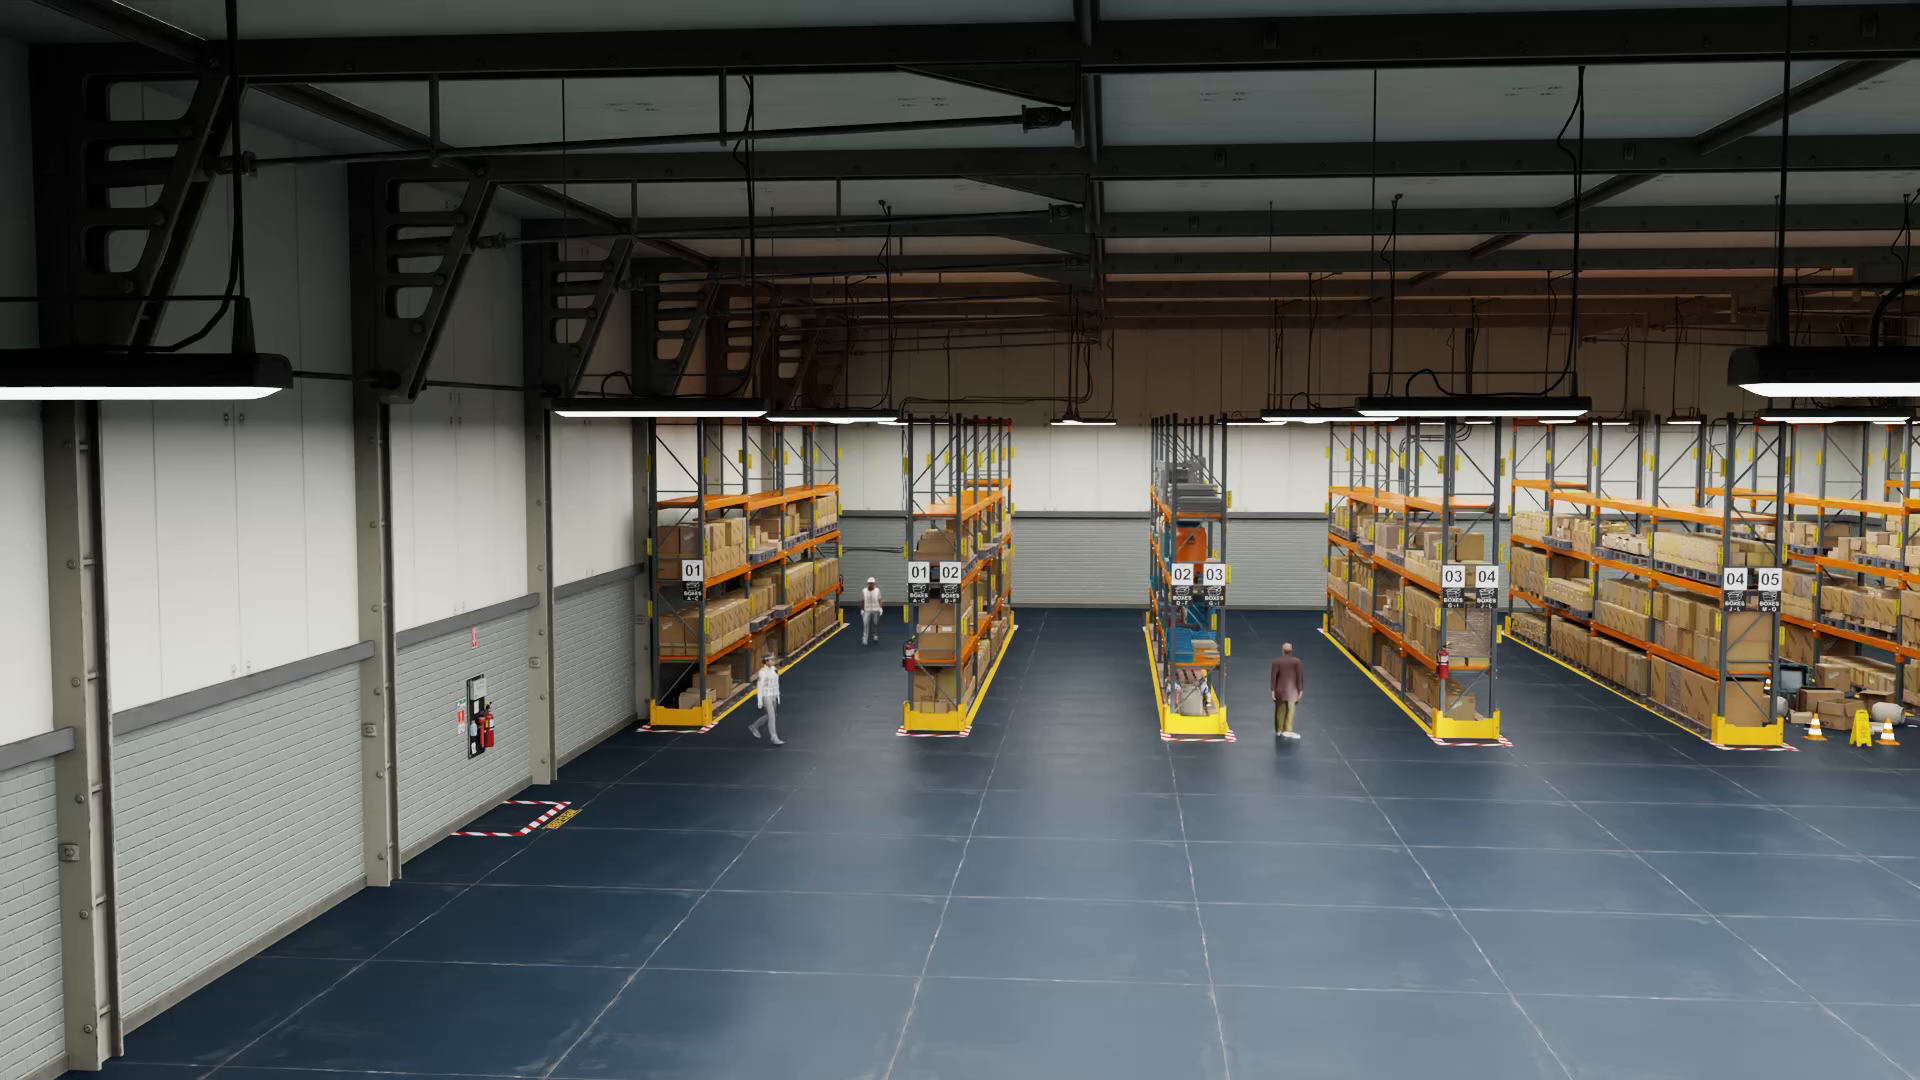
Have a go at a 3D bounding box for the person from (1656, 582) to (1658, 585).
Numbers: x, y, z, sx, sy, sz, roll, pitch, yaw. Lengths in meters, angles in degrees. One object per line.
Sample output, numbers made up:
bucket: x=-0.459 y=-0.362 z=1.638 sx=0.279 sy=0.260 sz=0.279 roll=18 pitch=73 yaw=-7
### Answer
person: x=18.754 y=1.888 z=44.938 sx=0.863 sy=1.608 sz=0.432 roll=3 pitch=5 yaw=42

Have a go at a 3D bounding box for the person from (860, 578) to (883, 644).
person: x=-2.354 y=1.863 z=44.131 sx=0.605 sy=1.712 sz=1.087 roll=0 pitch=4 yaw=0

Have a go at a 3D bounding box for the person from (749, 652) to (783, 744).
person: x=-3.498 y=2.849 z=30.270 sx=0.838 sy=1.644 sz=0.529 roll=2 pitch=4 yaw=29

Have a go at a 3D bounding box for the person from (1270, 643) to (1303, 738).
person: x=6.035 y=2.780 z=30.687 sx=0.628 sy=1.751 sz=1.016 roll=2 pitch=4 yaw=24
